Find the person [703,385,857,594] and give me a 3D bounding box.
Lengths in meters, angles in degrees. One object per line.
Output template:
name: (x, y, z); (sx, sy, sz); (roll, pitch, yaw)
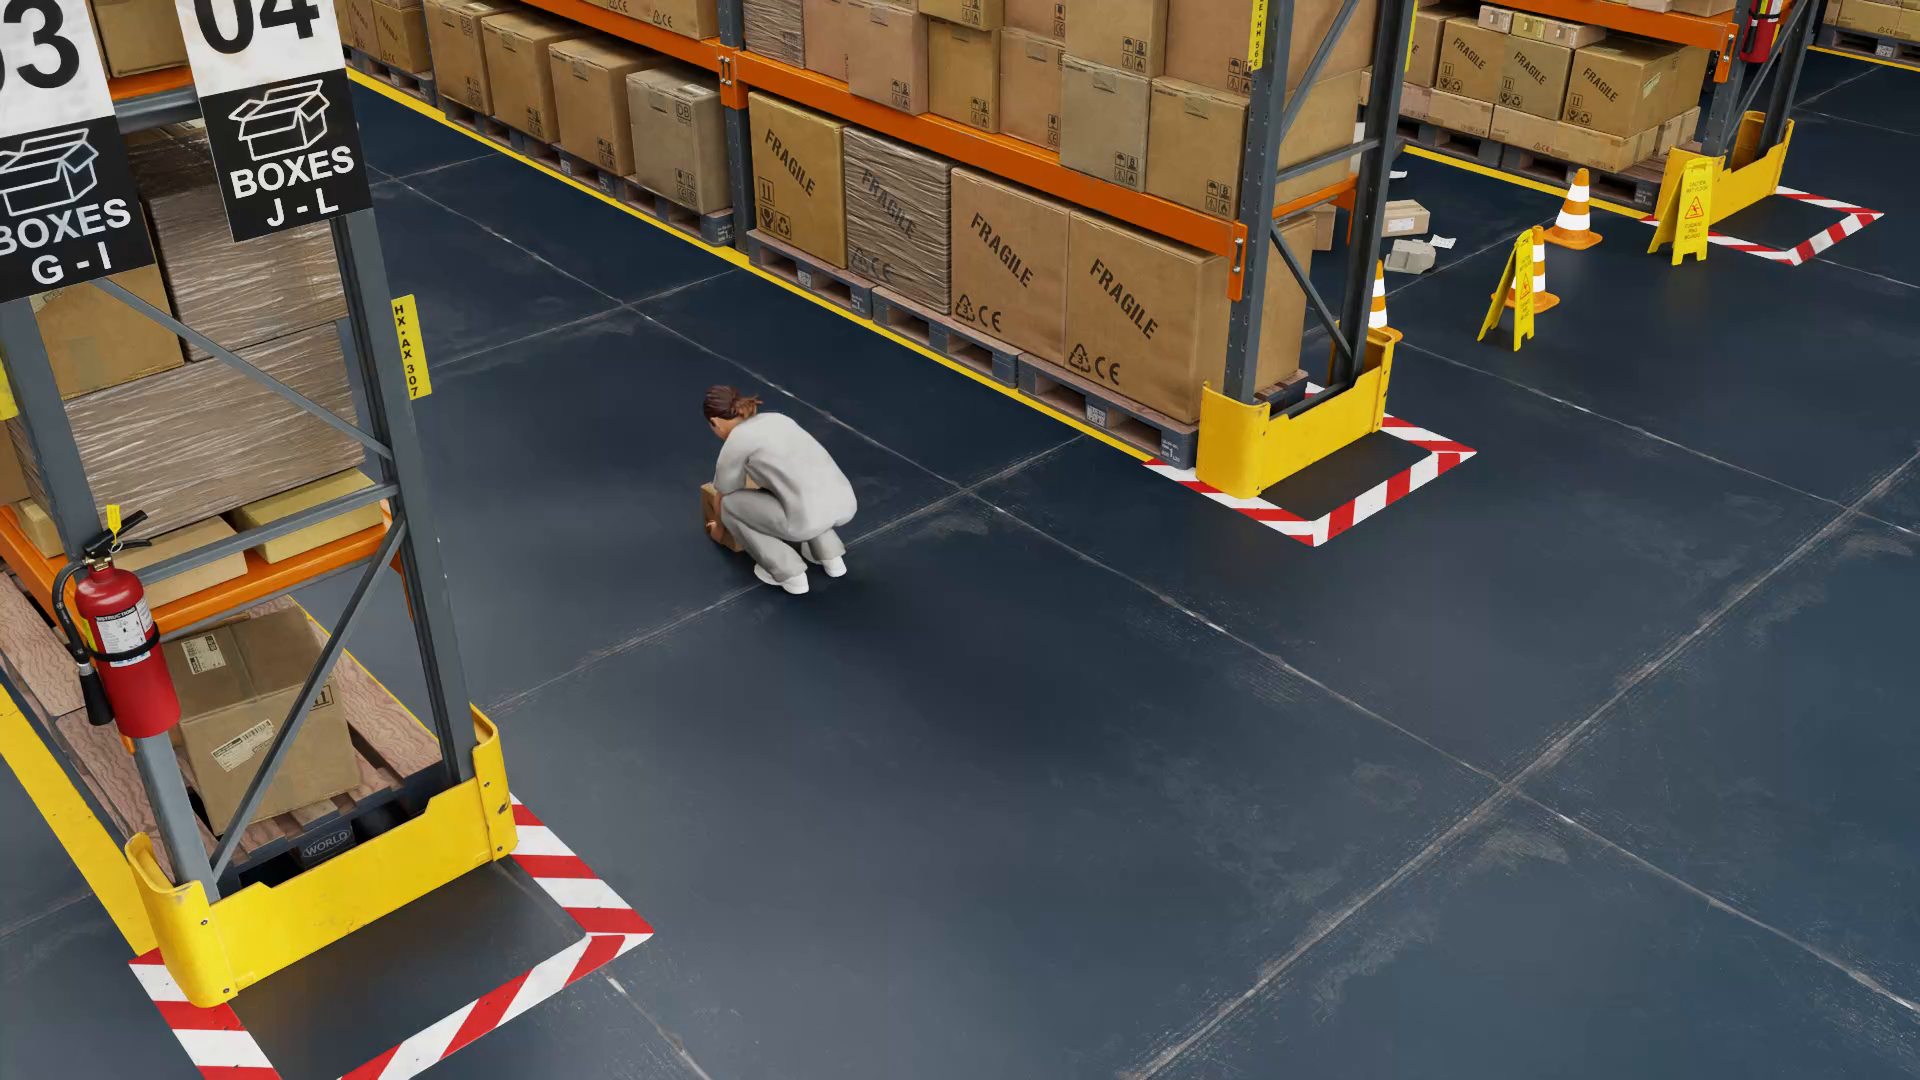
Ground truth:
person: (-0.812, -0.231, 7.369); (0.479, 0.808, 0.807); (-26, 40, -35)
